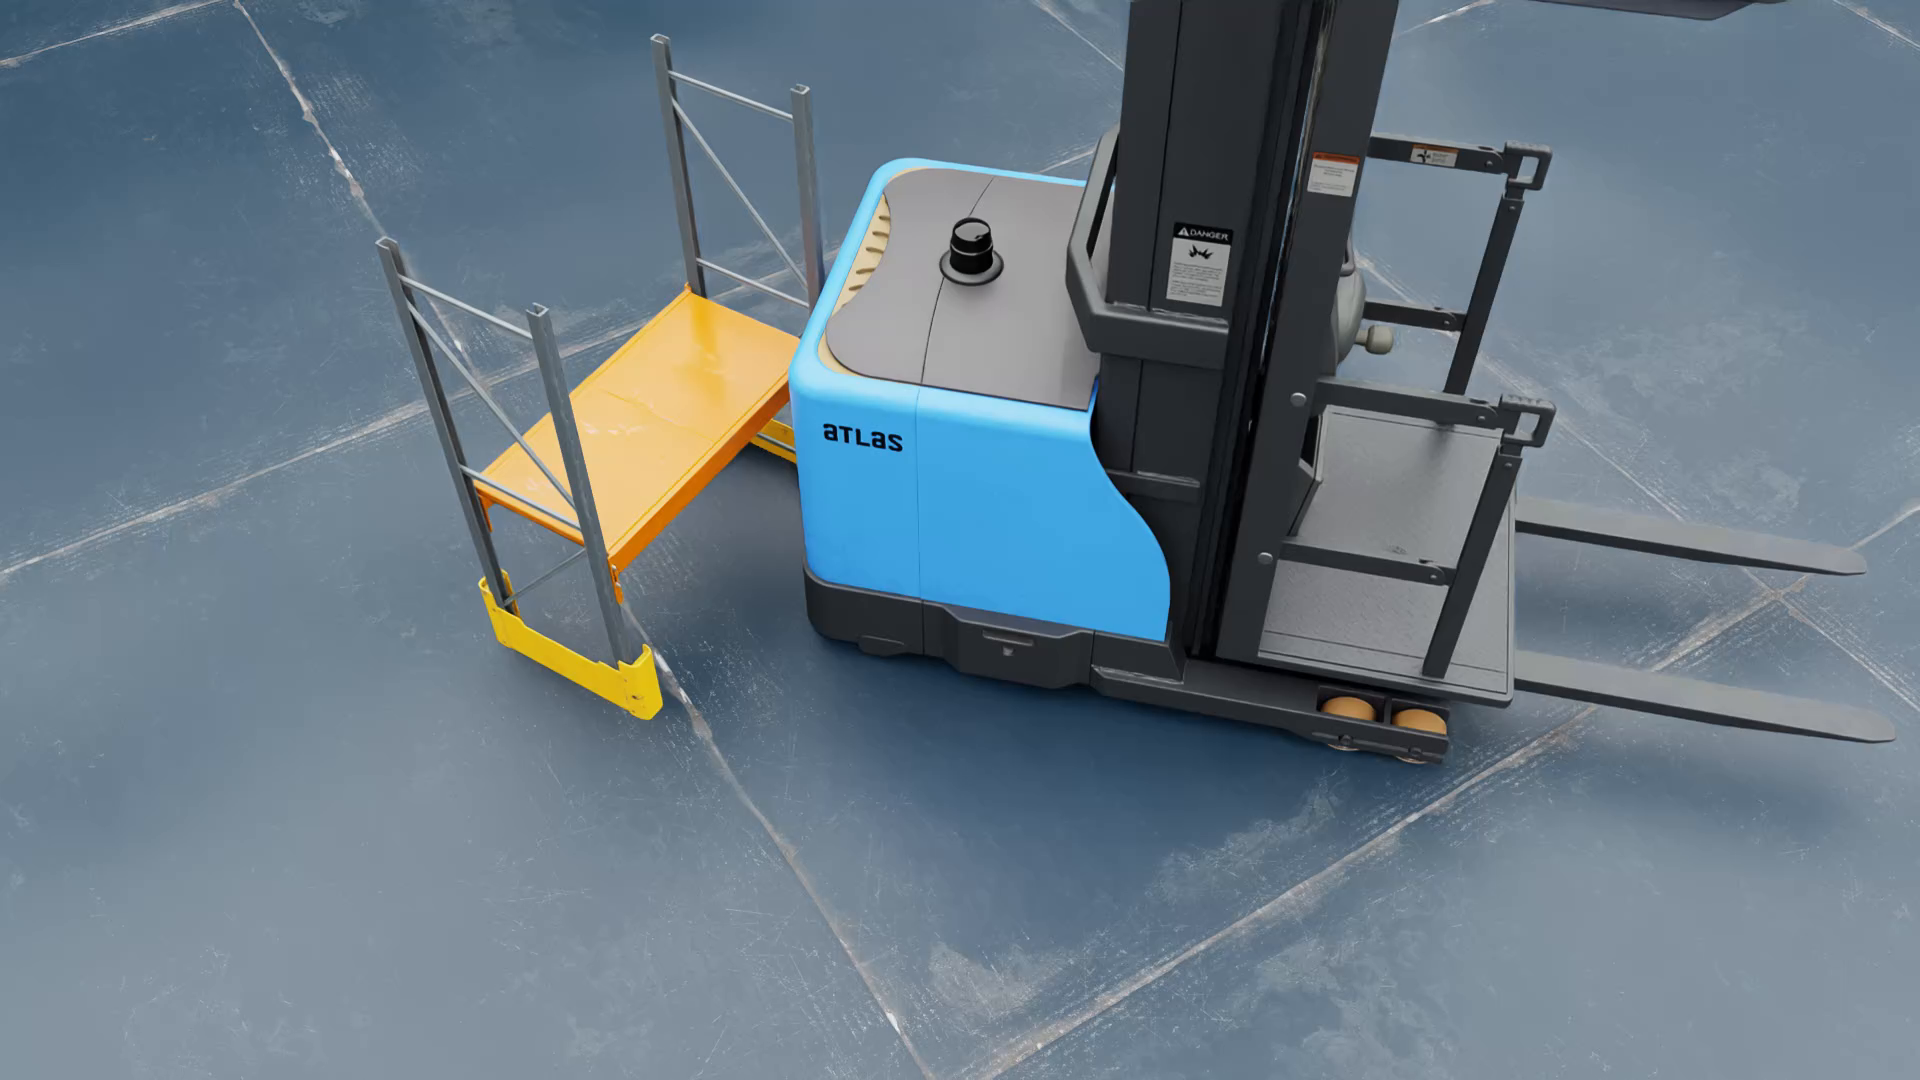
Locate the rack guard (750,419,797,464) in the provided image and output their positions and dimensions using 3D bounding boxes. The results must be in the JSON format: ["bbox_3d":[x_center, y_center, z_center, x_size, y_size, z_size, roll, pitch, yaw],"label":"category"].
[{"bbox_3d":[-0.607,-0.334,5.380,0.587,0.250,0.087,25,53,20],"label":"rack guard"}]

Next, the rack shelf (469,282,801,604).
[{"bbox_3d":[-0.871,-0.307,4.760,0.538,0.185,1.000,25,53,20],"label":"rack shelf"}]

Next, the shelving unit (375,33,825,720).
[{"bbox_3d":[-0.866,-0.432,4.630,0.587,1.500,1.083,25,53,20],"label":"shelving unit"}]

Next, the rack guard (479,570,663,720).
[{"bbox_3d":[-1.126,0.301,4.814,0.587,0.250,0.087,25,53,20],"label":"rack guard"}]

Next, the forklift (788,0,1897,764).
[{"bbox_3d":[1.118,-0.784,3.985,3.031,2.935,1.130,10,49,9],"label":"forklift"}]

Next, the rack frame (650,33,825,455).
[{"bbox_3d":[-0.606,-0.750,4.914,0.500,1.500,0.032,25,53,20],"label":"rack frame"}]

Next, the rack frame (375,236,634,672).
[{"bbox_3d":[-1.136,-0.102,4.337,0.500,1.500,0.032,25,53,20],"label":"rack frame"}]
